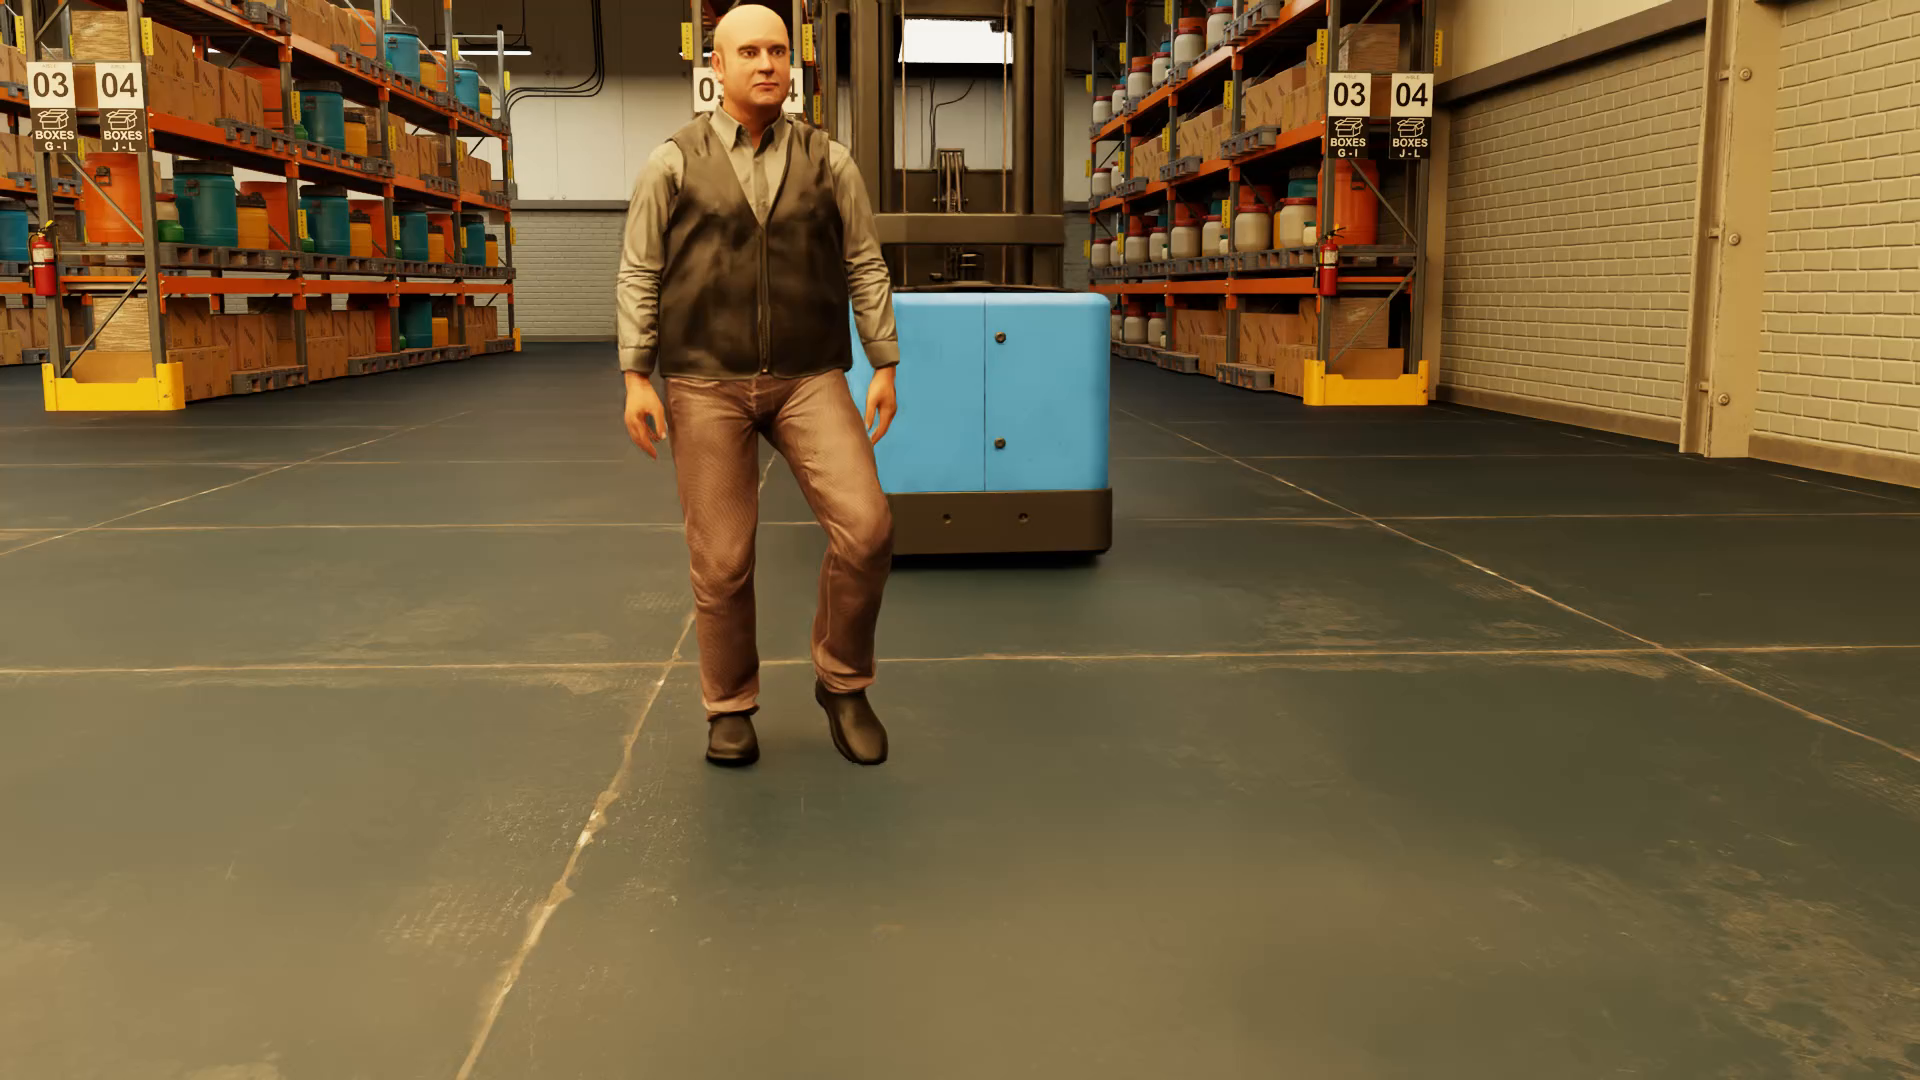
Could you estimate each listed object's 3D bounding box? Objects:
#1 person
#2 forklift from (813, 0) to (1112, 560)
[{"bbox_3d":[-0.436,-0.323,3.759,0.645,1.724,0.494,-2,9,-15],"label":"person"},{"bbox_3d":[-0.109,-1.549,7.760,1.130,2.935,3.031,-1,9,-8],"label":"forklift"}]
